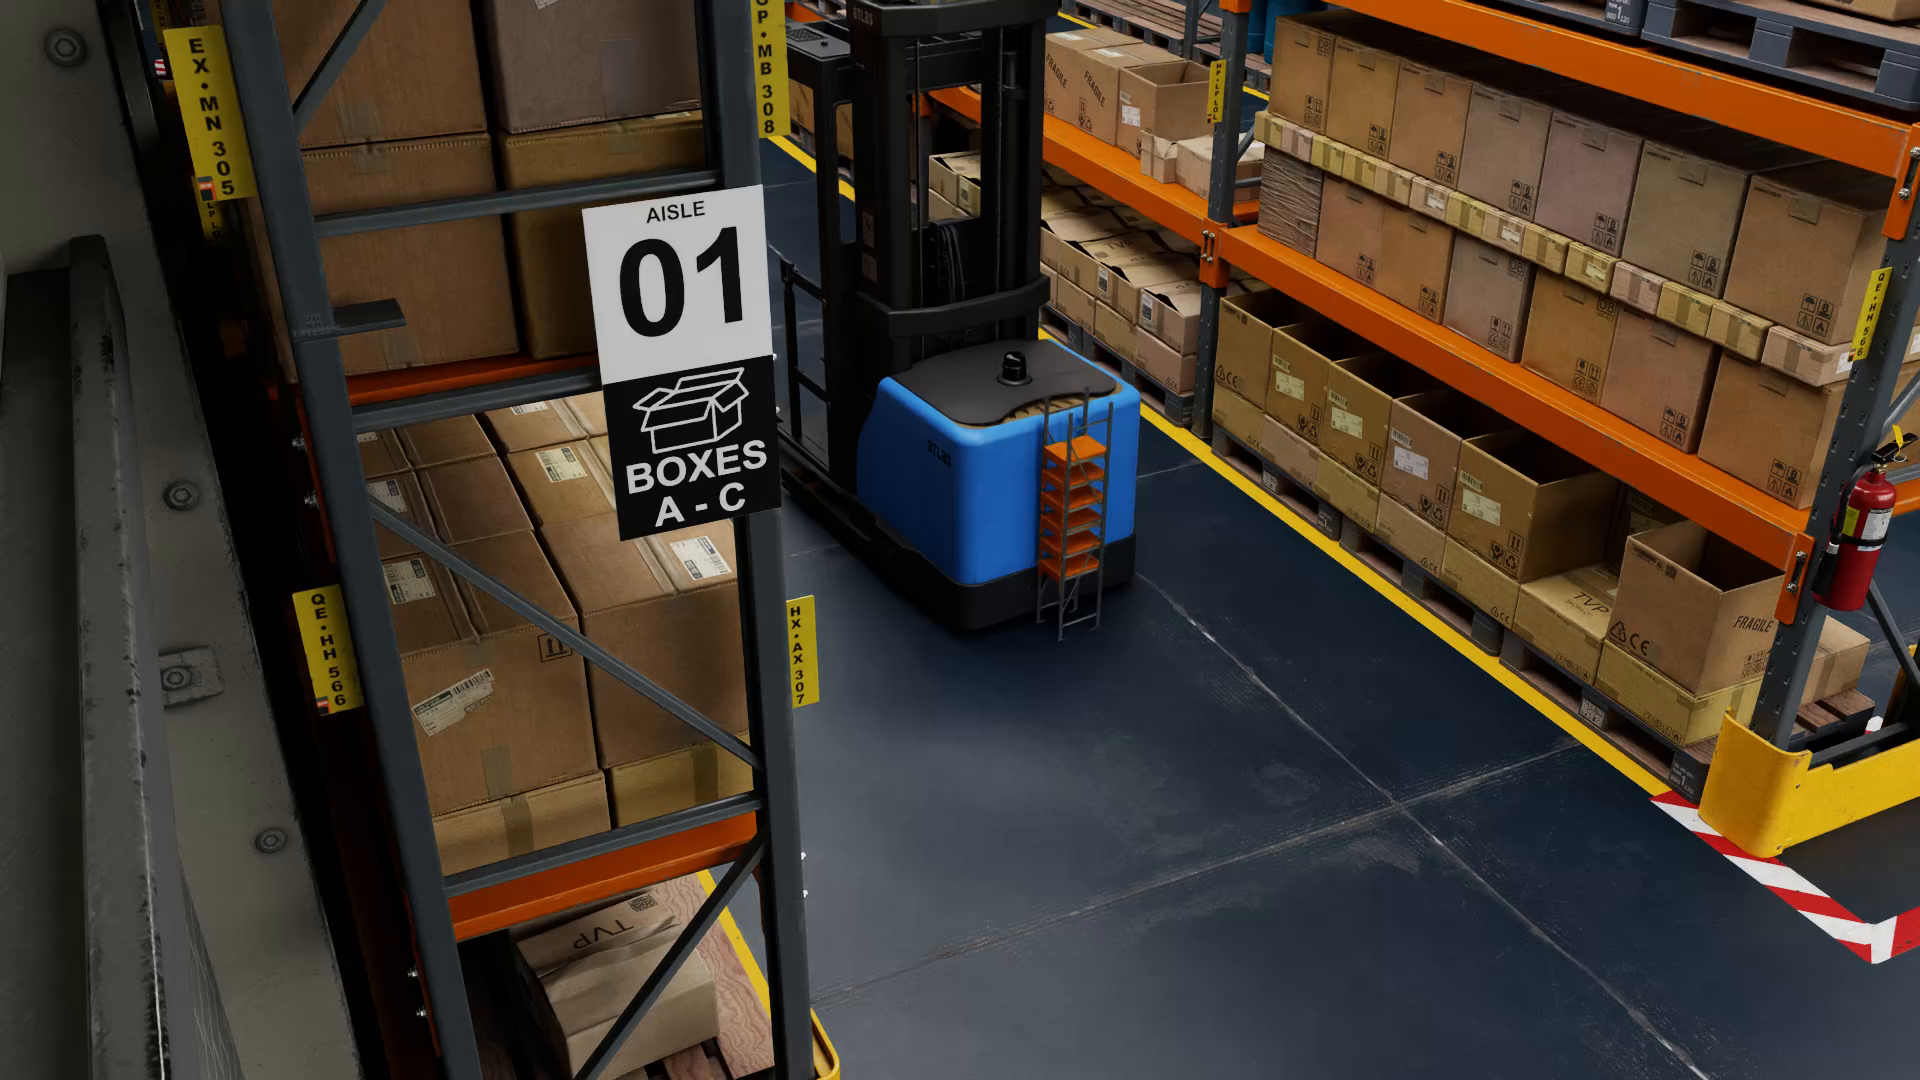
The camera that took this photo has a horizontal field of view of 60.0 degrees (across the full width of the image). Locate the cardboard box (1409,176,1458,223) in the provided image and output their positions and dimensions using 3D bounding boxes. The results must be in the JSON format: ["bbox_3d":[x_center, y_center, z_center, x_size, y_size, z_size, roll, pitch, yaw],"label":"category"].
[{"bbox_3d":[2.347,-1.624,7.814,0.380,0.149,0.250,-14,32,-23],"label":"cardboard box"}]

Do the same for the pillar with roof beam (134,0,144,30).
[{"bbox_3d":[-5.827,-10.816,18.838,9.100,9.000,0.400,-13,32,-22],"label":"pillar with roof beam"}]

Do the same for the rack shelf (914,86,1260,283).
[{"bbox_3d":[0.991,-2.595,11.046,1.077,0.370,4.000,-13,32,-22],"label":"rack shelf"}]

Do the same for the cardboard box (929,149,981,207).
[{"bbox_3d":[0.092,-2.728,12.356,0.500,0.311,0.500,-12,31,-20],"label":"cardboard box"}]

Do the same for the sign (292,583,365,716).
[{"bbox_3d":[-1.416,0.248,3.733,0.100,0.325,0.005,-13,32,-22],"label":"sign"}]

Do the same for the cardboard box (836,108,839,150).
[{"bbox_3d":[-0.934,-3.717,14.417,0.500,0.500,0.500,-14,32,-24],"label":"cardboard box"}]

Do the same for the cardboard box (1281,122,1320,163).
[{"bbox_3d":[1.898,-2.082,8.630,0.380,0.149,0.250,-13,32,-21],"label":"cardboard box"}]

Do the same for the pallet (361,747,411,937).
[{"bbox_3d":[-1.775,1.062,6.641,1.003,0.211,1.213,-13,32,-22],"label":"pallet"}]

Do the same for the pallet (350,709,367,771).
[{"bbox_3d":[-2.303,0.522,7.603,1.003,0.211,1.213,-13,32,-22],"label":"pallet"}]

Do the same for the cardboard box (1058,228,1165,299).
[{"bbox_3d":[0.975,-1.822,10.741,0.500,0.311,0.500,-13,32,-22],"label":"cardboard box"}]

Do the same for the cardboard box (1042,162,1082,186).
[{"bbox_3d":[0.808,-2.613,12.151,0.500,0.311,0.500,-14,32,-23],"label":"cardboard box"}]

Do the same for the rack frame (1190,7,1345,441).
[{"bbox_3d":[1.849,-2.025,9.295,1.000,3.000,0.127,-13,32,-22],"label":"rack frame"}]

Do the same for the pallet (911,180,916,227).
[{"bbox_3d":[-0.154,-2.914,13.730,1.003,0.211,1.213,-13,32,-22],"label":"pallet"}]

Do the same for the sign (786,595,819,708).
[{"bbox_3d":[-0.416,0.292,4.277,0.100,0.325,0.005,-13,32,-22],"label":"sign"}]

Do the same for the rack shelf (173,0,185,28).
[{"bbox_3d":[-3.482,-2.861,8.455,1.077,0.370,4.000,-13,32,-22],"label":"rack shelf"}]

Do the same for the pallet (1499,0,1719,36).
[{"bbox_3d":[2.759,-2.385,6.961,1.003,0.211,1.213,-13,32,-22],"label":"pallet"}]

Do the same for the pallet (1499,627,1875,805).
[{"bbox_3d":[3.200,0.629,7.412,1.003,0.211,1.213,-13,32,-22],"label":"pallet"}]

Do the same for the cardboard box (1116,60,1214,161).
[{"bbox_3d":[1.308,-2.644,10.296,0.500,0.500,0.500,-11,31,-18],"label":"cardboard box"}]

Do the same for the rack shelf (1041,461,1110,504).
[{"bbox_3d":[0.526,-0.275,7.610,0.258,0.103,0.180,-17,35,-28],"label":"rack shelf"}]

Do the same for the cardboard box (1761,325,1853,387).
[{"bbox_3d":[3.230,-0.714,6.190,0.380,0.149,0.250,-14,32,-23],"label":"cardboard box"}]

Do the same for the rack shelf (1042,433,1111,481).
[{"bbox_3d":[0.527,-0.379,7.550,0.258,0.103,0.180,-17,35,-28],"label":"rack shelf"}]

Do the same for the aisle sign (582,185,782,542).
[{"bbox_3d":[-0.604,-0.382,3.706,0.394,0.787,0.004,-13,32,-22],"label":"aisle sign"}]

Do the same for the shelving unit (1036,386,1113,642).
[{"bbox_3d":[0.524,-0.106,7.709,0.258,1.200,0.189,-17,35,-28],"label":"shelving unit"}]

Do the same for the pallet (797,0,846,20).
[{"bbox_3d":[-0.707,-4.566,14.023,1.003,0.211,1.213,-13,32,-22],"label":"pallet"}]

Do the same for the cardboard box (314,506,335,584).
[{"bbox_3d":[-1.953,0.004,5.810,0.500,0.250,0.500,-13,32,-21],"label":"cardboard box"}]

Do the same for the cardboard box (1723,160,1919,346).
[{"bbox_3d":[3.355,-1.100,6.216,0.700,0.500,0.500,-13,32,-22],"label":"cardboard box"}]

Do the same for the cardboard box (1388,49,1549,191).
[{"bbox_3d":[2.478,-1.996,7.813,0.700,0.500,0.500,-13,32,-22],"label":"cardboard box"}]

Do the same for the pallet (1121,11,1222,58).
[{"bbox_3d":[2.539,-5.698,18.695,1.003,0.211,1.213,-13,32,-22],"label":"pallet"}]

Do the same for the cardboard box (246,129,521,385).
[{"bbox_3d":[-1.314,-0.708,3.757,0.500,0.500,0.500,-11,31,-18],"label":"cardboard box"}]

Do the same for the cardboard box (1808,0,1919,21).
[{"bbox_3d":[3.324,-2.111,5.702,0.797,0.503,0.637,-11,31,-19],"label":"cardboard box"}]

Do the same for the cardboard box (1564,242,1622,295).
[{"bbox_3d":[2.788,-1.169,7.003,0.380,0.149,0.250,-12,31,-20],"label":"cardboard box"}]

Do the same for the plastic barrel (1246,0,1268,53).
[{"bbox_3d":[3.108,-5.621,17.424,0.600,0.901,0.708,-13,32,-22],"label":"plastic barrel"}]

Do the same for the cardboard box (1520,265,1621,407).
[{"bbox_3d":[2.940,-0.962,7.297,0.700,0.500,0.500,-13,32,-22],"label":"cardboard box"}]

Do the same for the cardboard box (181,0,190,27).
[{"bbox_3d":[-2.420,-1.842,5.778,0.500,0.500,0.500,-12,31,-20],"label":"cardboard box"}]

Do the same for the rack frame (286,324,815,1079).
[{"bbox_3d":[-0.906,0.784,4.286,1.000,3.000,0.127,-13,32,-22],"label":"rack frame"}]

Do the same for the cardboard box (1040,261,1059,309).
[{"bbox_3d":[0.757,-1.806,11.286,0.500,0.250,0.500,-12,32,-21],"label":"cardboard box"}]

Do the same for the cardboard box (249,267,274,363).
[{"bbox_3d":[-2.610,-1.002,6.837,0.500,0.500,0.500,-14,32,-23],"label":"cardboard box"}]

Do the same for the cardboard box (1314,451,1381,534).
[{"bbox_3d":[2.195,-0.297,8.594,0.500,0.250,0.500,-13,32,-22],"label":"cardboard box"}]

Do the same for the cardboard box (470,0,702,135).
[{"bbox_3d":[-0.852,-1.234,3.673,0.500,0.500,0.500,-16,33,-25],"label":"cardboard box"}]

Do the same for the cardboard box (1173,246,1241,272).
[{"bbox_3d":[1.687,-1.711,10.542,0.500,0.311,0.500,-13,32,-23],"label":"cardboard box"}]

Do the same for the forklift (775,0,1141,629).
[{"bbox_3d":[-0.324,-1.539,8.498,1.130,2.935,3.031,-17,33,-27],"label":"forklift"}]

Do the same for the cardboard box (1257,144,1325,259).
[{"bbox_3d":[2.045,-1.874,8.923,0.700,0.500,0.500,-14,32,-23],"label":"cardboard box"}]

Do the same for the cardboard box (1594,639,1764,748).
[{"bbox_3d":[3.069,0.583,7.025,0.500,0.250,0.500,-13,32,-22],"label":"cardboard box"}]

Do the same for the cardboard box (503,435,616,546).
[{"bbox_3d":[-1.043,0.019,5.016,0.500,0.500,0.500,-13,32,-22],"label":"cardboard box"}]

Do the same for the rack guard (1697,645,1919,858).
[{"bbox_3d":[3.577,0.843,6.736,1.175,0.500,0.348,-13,32,-22],"label":"rack guard"}]

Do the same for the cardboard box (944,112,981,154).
[{"bbox_3d":[0.195,-3.155,13.415,0.500,0.500,0.500,-12,31,-20],"label":"cardboard box"}]

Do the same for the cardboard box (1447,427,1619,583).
[{"bbox_3d":[2.625,-0.182,7.623,0.500,0.500,0.500,-13,32,-22],"label":"cardboard box"}]

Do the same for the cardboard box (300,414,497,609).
[{"bbox_3d":[-1.733,-0.102,5.232,0.500,0.500,0.500,-14,32,-23],"label":"cardboard box"}]

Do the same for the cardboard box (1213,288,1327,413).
[{"bbox_3d":[1.766,-1.066,9.199,0.500,0.500,0.500,-13,32,-22],"label":"cardboard box"}]
